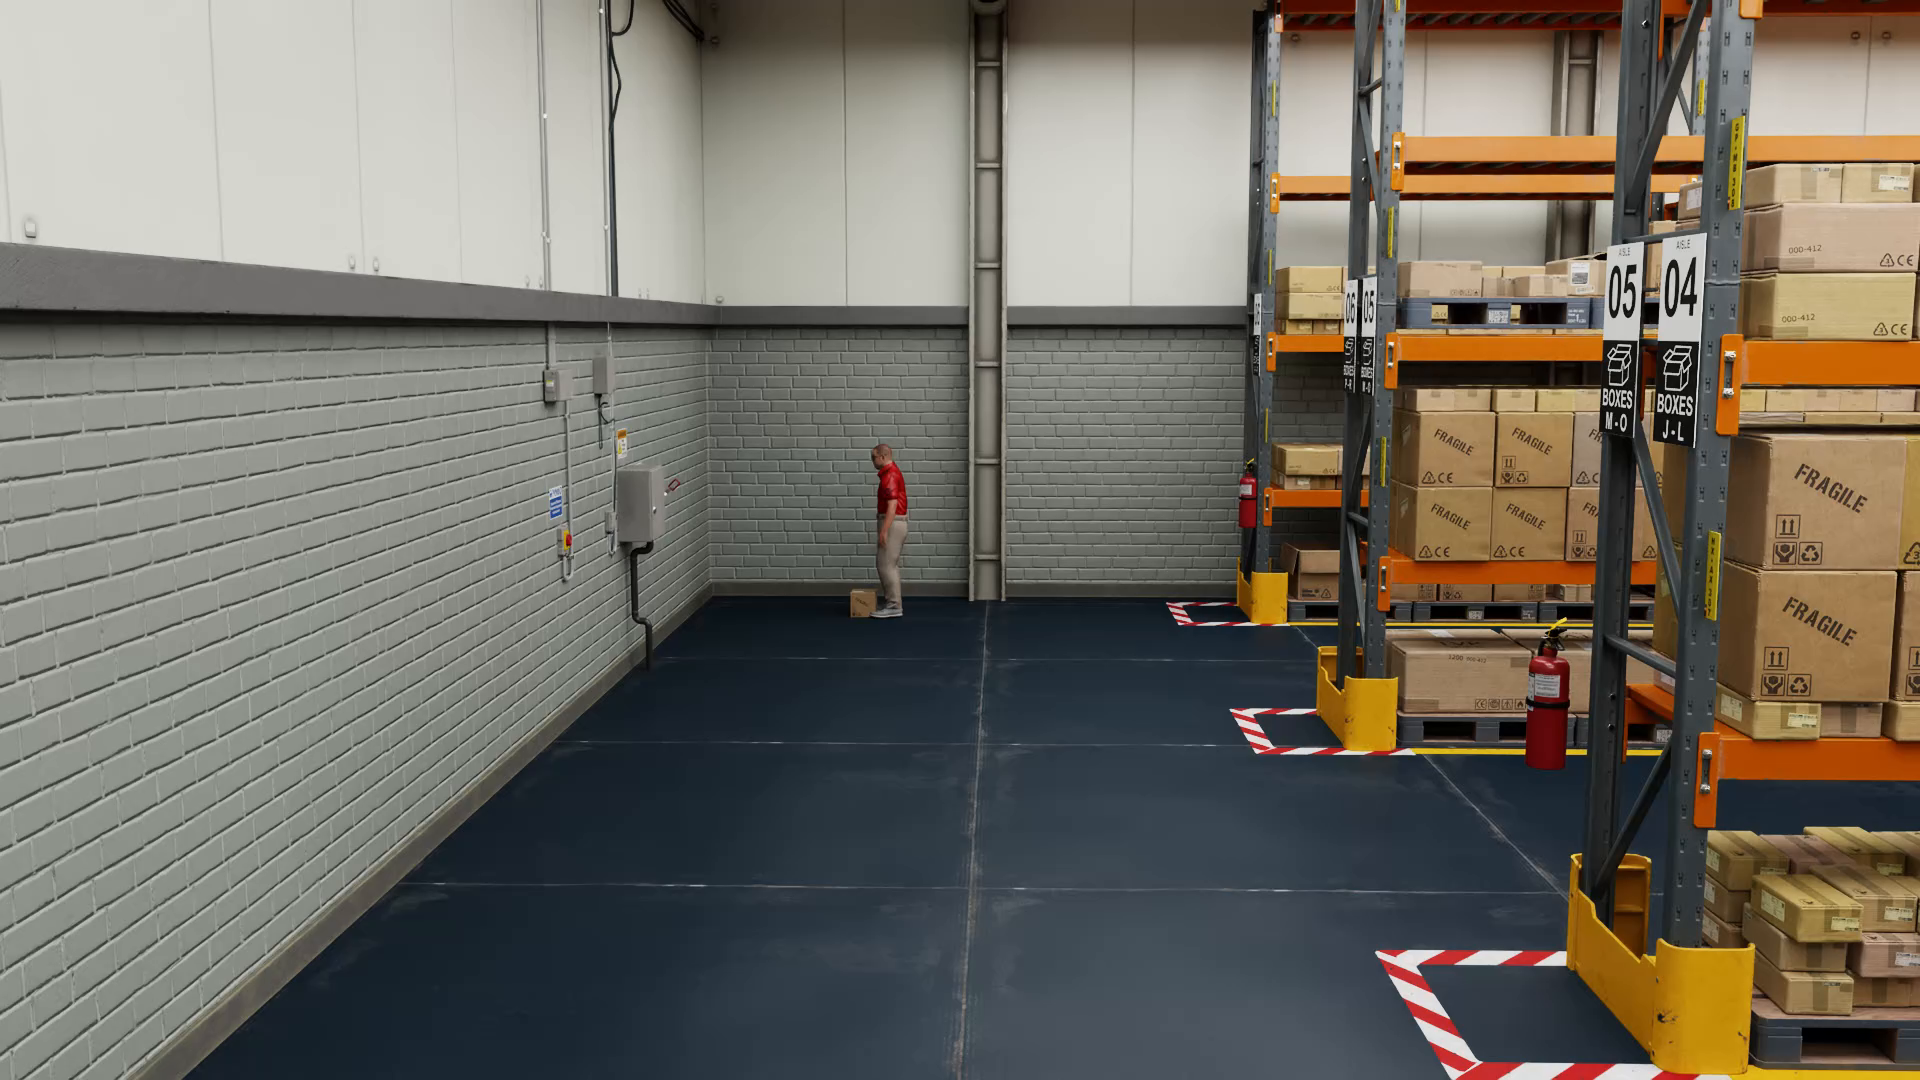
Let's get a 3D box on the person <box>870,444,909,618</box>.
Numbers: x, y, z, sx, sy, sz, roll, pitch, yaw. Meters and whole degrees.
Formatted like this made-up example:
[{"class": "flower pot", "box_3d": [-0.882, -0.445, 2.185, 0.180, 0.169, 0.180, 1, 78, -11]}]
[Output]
[{"class": "person", "box_3d": [-0.714, -0.101, 16.623, 0.394, 1.727, 0.587, 0, 7, 2]}]
